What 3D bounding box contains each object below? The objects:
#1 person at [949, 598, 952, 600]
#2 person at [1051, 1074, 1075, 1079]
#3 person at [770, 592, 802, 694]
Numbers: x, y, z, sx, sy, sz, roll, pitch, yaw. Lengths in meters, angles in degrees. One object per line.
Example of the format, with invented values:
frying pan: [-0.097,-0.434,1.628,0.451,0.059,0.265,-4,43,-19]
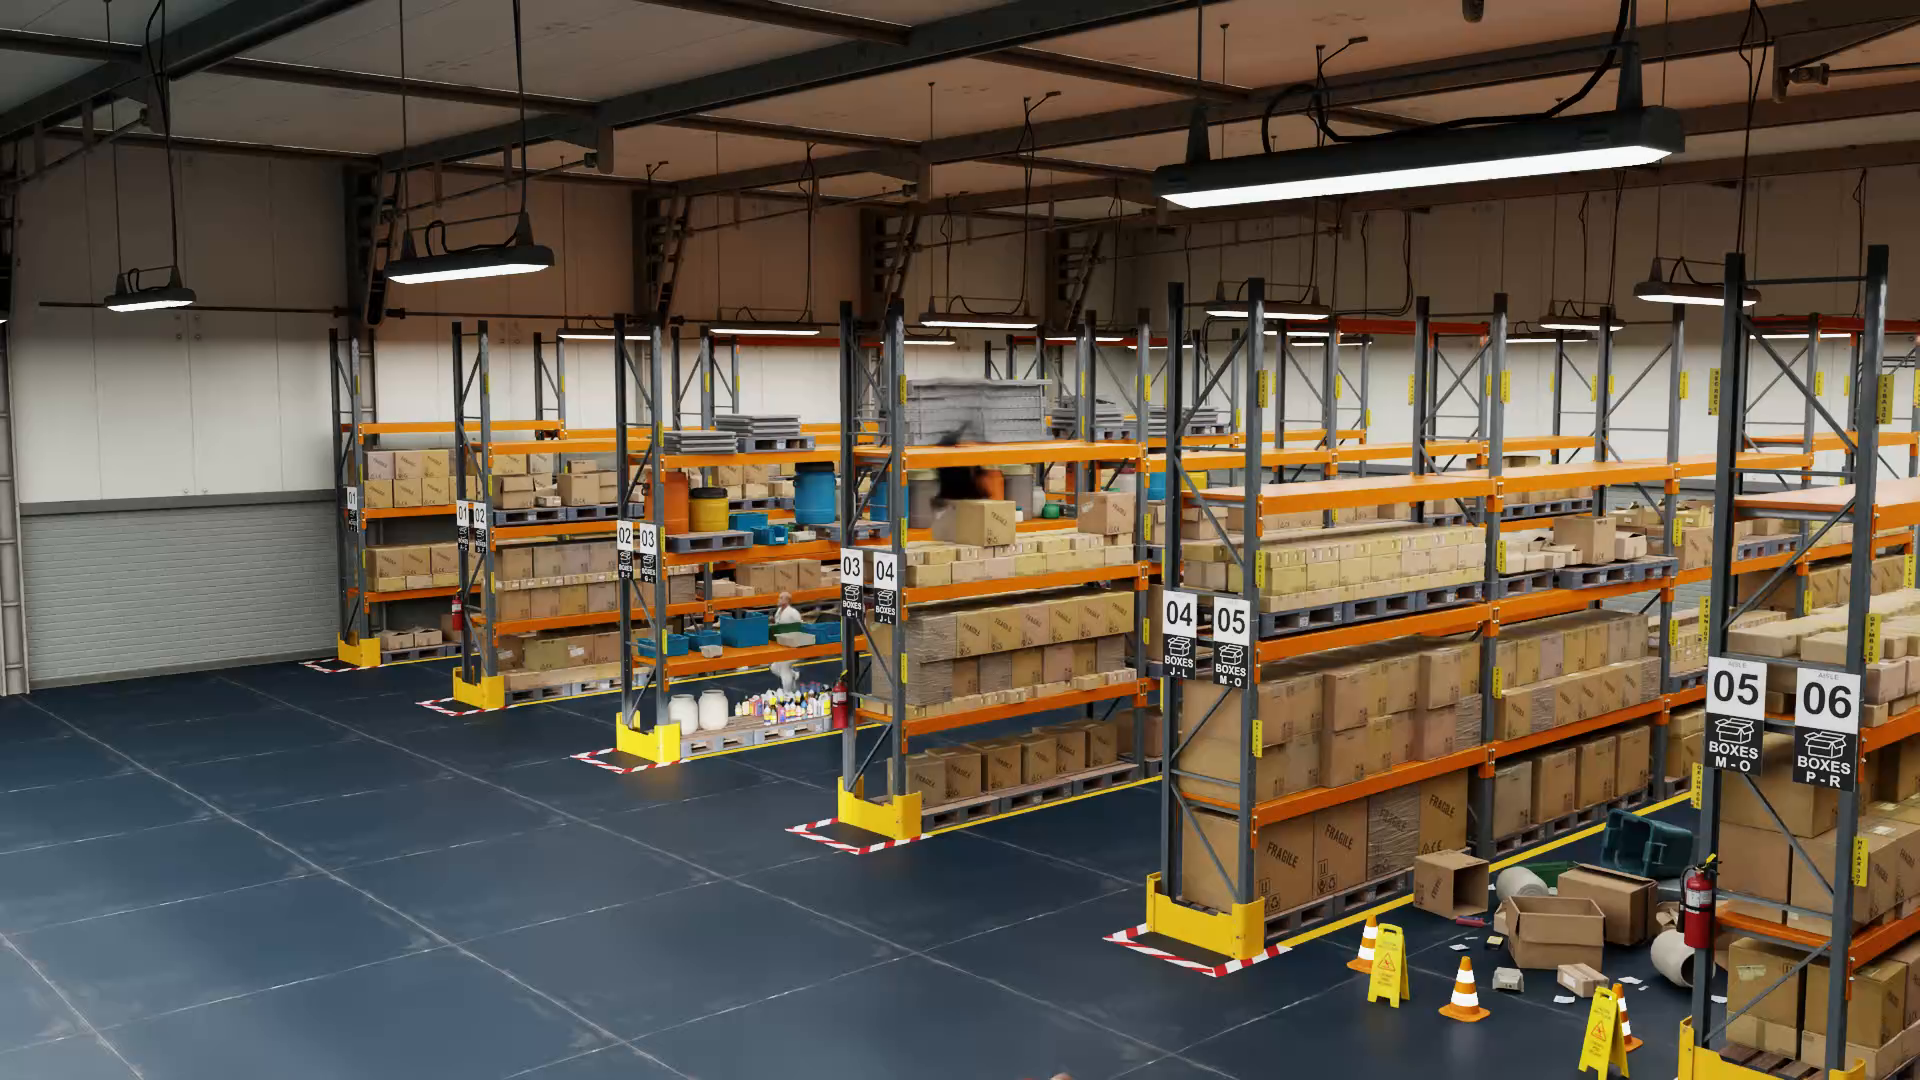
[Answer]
person: [0.008,1.520,28.809,0.725,1.708,0.592,-5,8,-44]
person: [0.504,3.514,8.336,0.663,1.721,0.819,0,6,1]
person: [-2.756,1.691,26.448,0.673,1.747,0.700,-5,8,-43]
